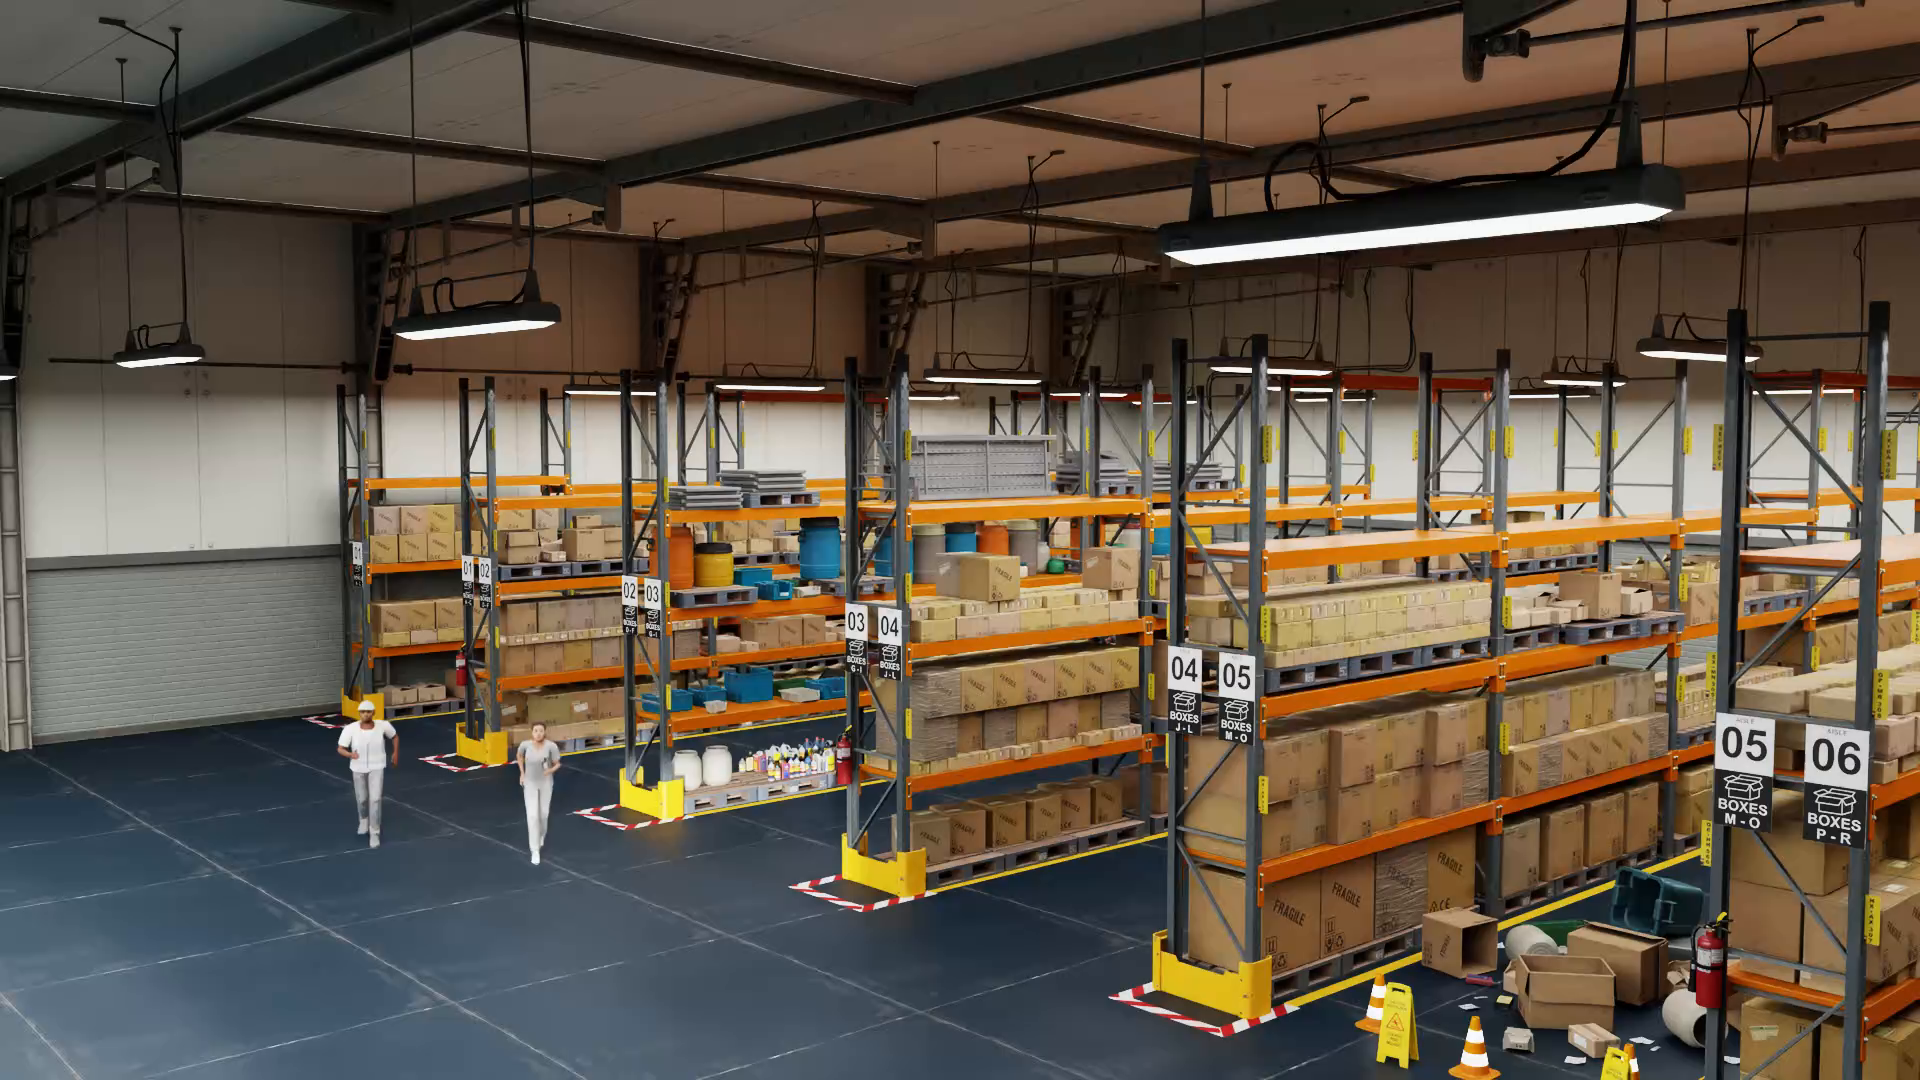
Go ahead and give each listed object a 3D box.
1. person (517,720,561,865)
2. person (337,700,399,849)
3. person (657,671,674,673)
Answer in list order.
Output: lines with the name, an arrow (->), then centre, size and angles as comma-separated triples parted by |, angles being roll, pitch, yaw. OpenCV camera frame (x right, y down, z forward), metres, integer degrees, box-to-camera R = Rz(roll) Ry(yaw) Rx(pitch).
person -> -5.112, 3.012, 20.204 | 0.494, 1.701, 0.892 | -1, 4, -19
person -> -7.438, 2.907, 20.914 | 0.721, 1.814, 0.835 | -1, 4, -17
person -> -5.402, 2.334, 30.298 | 0.643, 1.754, 0.676 | 4, 5, 43
